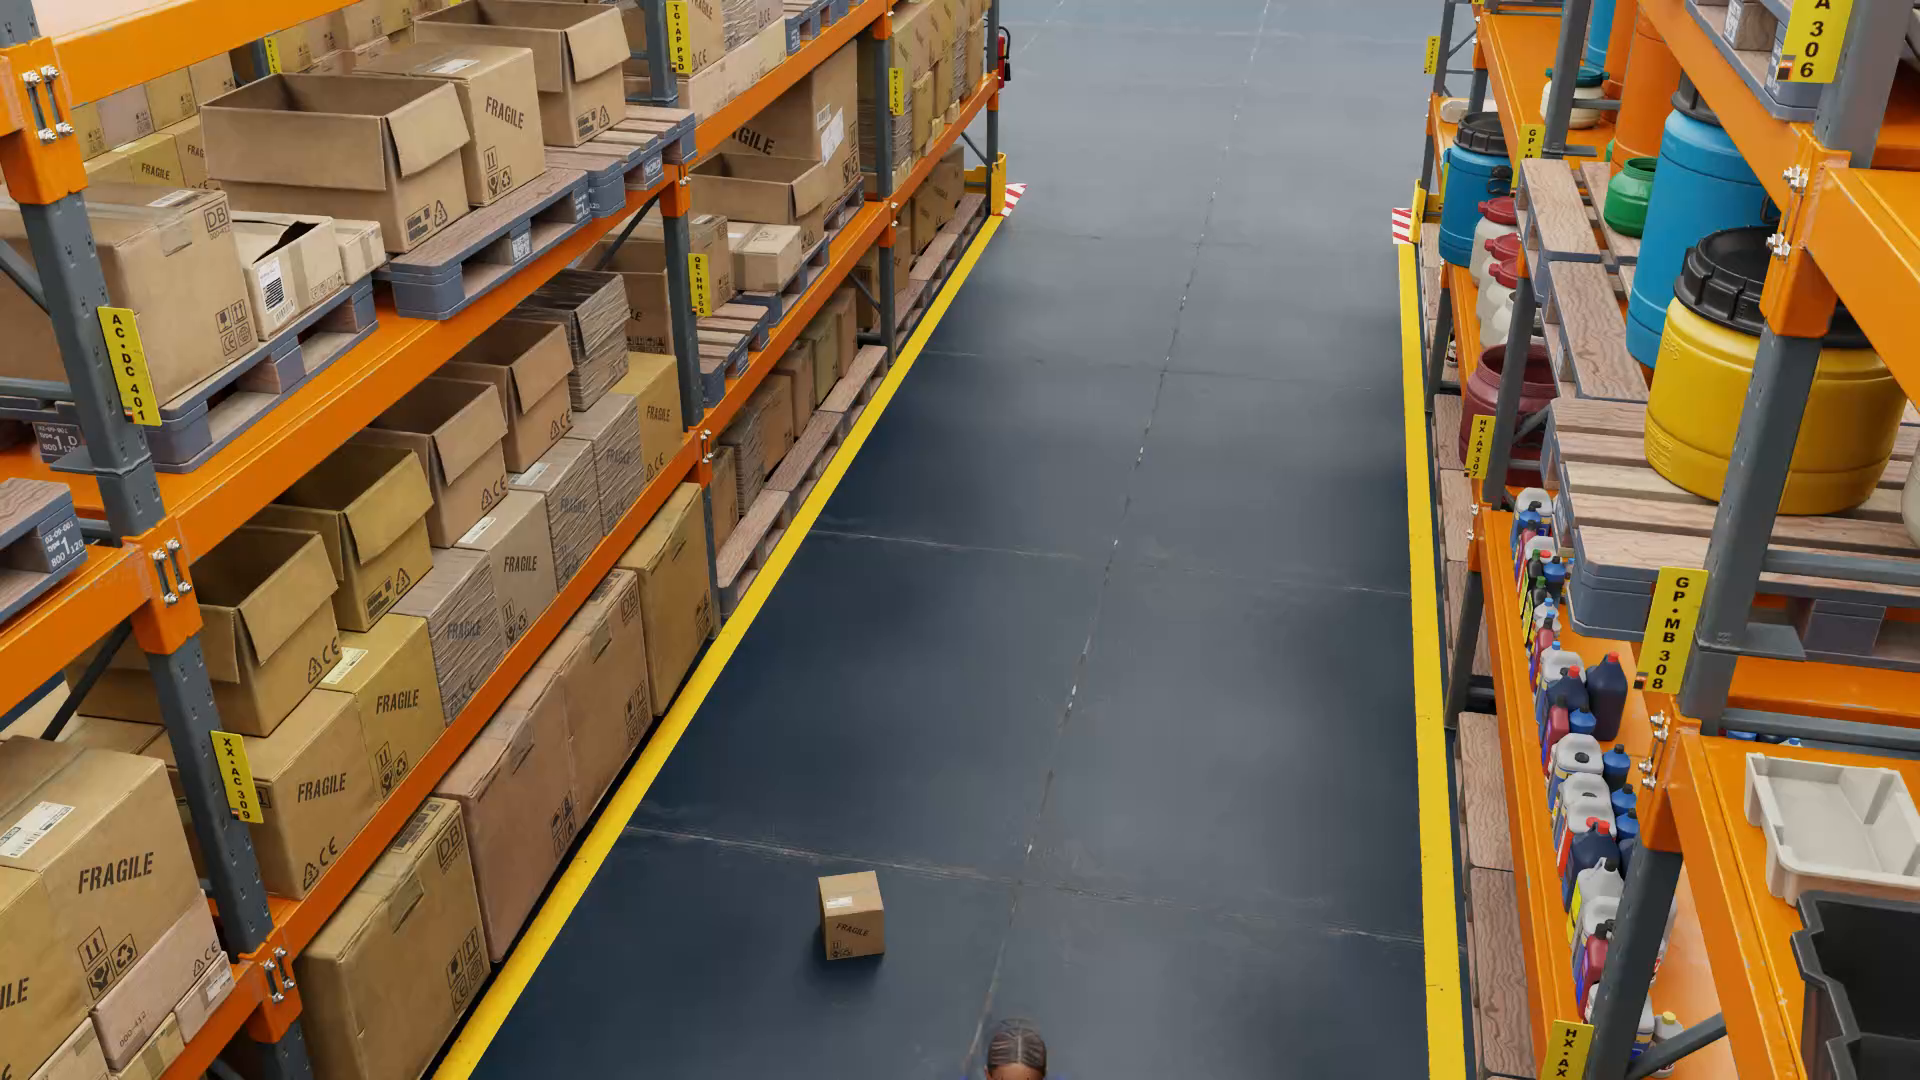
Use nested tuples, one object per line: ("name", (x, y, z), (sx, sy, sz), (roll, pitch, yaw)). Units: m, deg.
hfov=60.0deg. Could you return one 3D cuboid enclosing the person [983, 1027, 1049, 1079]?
("person", (0.153, 2.110, 4.797), (0.483, 1.637, 0.875), (-3, 29, -5))
